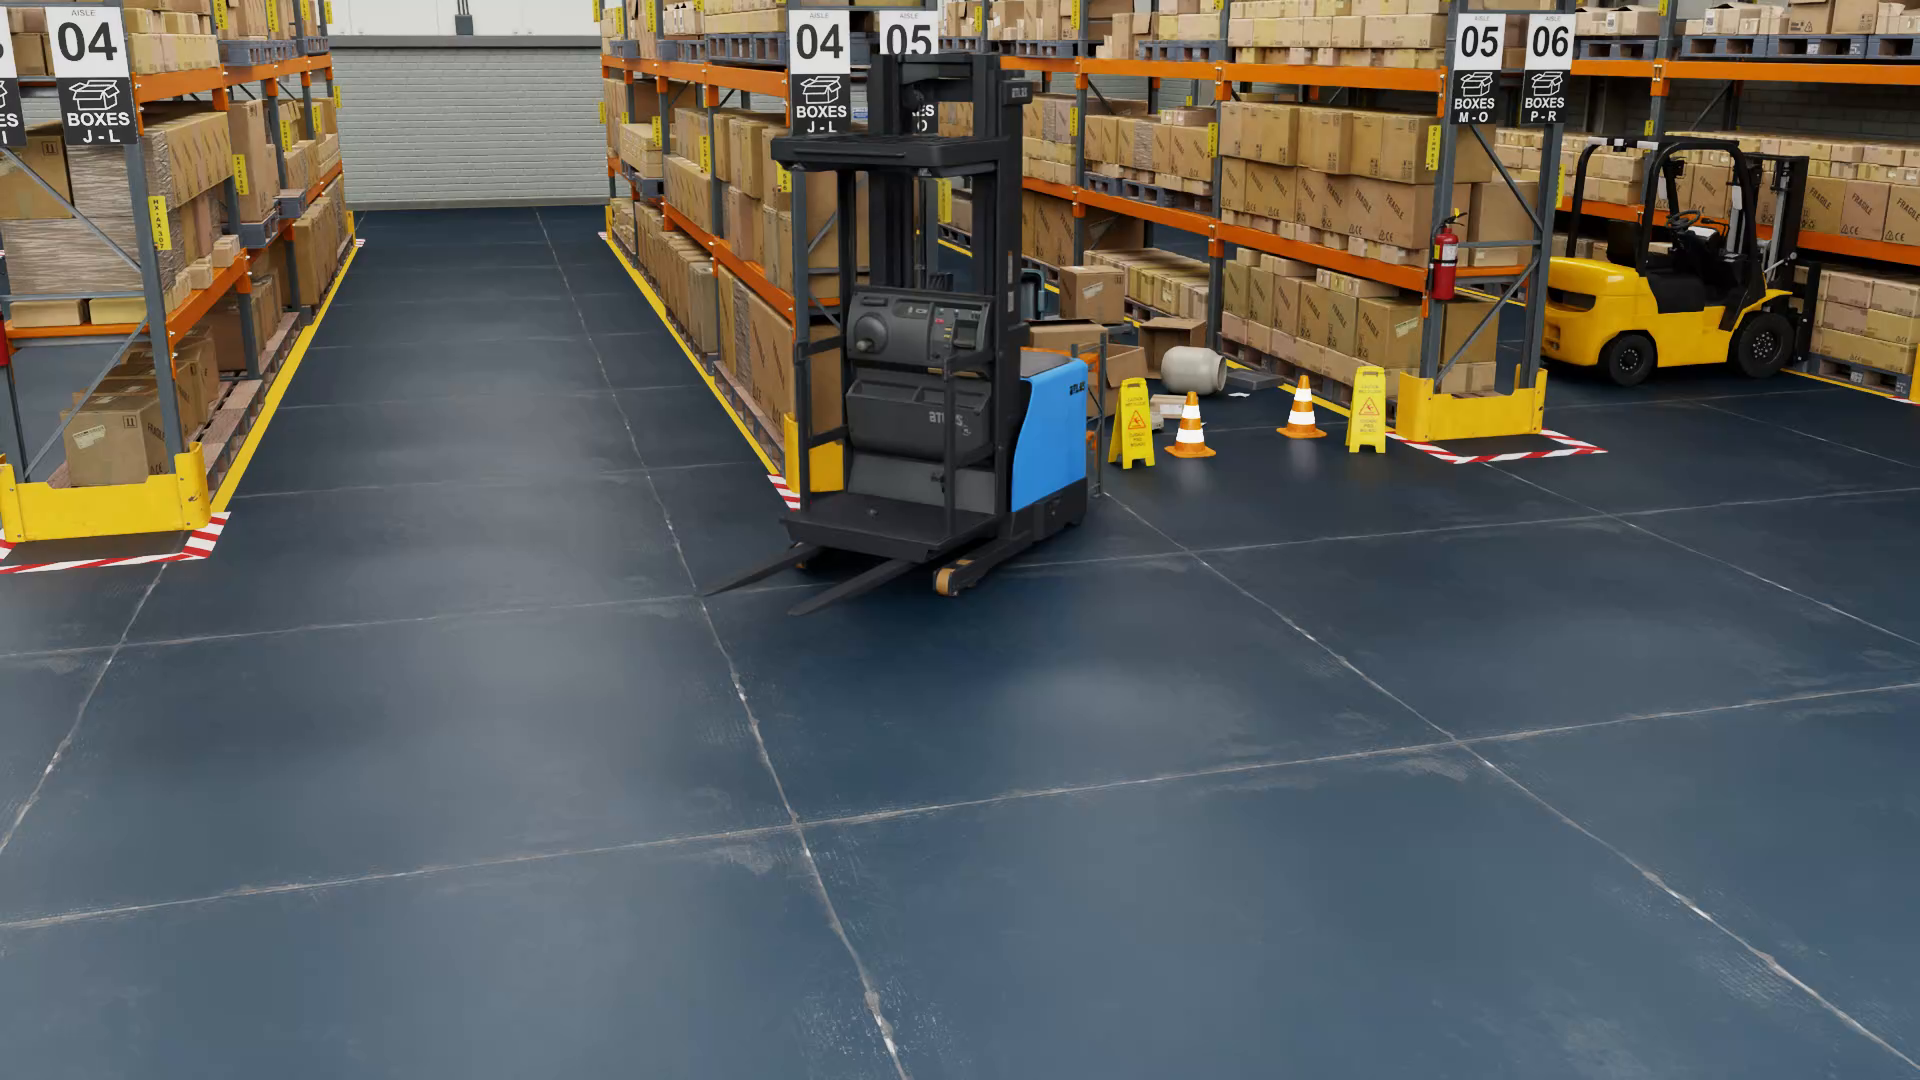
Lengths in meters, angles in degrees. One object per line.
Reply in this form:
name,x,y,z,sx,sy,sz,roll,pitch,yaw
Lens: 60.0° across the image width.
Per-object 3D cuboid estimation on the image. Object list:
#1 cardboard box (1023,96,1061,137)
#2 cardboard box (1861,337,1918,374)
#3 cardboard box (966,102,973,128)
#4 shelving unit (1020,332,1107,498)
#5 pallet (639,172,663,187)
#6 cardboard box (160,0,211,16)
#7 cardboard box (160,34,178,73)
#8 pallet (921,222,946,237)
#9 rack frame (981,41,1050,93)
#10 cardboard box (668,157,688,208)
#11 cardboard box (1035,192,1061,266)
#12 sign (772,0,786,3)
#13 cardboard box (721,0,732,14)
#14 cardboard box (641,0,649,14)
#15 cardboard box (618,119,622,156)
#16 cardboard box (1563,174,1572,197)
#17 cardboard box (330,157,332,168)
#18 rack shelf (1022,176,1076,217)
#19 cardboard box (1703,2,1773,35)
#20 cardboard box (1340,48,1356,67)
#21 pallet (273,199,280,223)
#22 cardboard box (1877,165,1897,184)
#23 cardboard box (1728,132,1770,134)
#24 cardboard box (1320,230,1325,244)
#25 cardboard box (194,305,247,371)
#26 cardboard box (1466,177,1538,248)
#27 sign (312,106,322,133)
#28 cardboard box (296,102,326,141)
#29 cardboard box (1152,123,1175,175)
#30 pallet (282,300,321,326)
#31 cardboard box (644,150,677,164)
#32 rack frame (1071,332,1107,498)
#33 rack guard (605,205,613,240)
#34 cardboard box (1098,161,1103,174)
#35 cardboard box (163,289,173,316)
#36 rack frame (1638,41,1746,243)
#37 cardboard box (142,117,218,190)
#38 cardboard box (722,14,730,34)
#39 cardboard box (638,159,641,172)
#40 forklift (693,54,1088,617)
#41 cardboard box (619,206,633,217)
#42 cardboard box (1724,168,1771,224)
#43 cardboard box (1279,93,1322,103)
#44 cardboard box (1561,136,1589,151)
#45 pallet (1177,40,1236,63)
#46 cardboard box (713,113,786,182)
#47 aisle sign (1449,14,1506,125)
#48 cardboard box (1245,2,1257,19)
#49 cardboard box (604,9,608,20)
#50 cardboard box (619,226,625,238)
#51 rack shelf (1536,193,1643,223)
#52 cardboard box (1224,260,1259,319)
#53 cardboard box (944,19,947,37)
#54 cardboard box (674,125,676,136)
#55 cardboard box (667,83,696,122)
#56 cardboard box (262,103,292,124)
cardboard box,1.085,-5.554,21.817,0.500,0.500,0.500,-5,17,-16
cardboard box,8.427,-1.655,14.798,0.500,0.250,0.500,-5,17,-15
cardboard box,0.395,-6.227,24.057,0.500,0.500,0.500,-5,17,-16
shelving unit,0.410,-0.865,11.378,1.048,1.125,0.538,9,19,28
pallet,-3.426,-4.519,20.614,1.003,0.211,1.213,-5,17,-15
cardboard box,-6.171,-4.358,12.971,0.500,0.500,0.500,-5,17,-17
cardboard box,-5.604,-3.287,11.228,0.500,0.250,0.500,-5,17,-15
pallet,-0.014,-5.148,27.223,1.003,0.211,1.213,-5,17,-15
rack frame,0.790,-5.592,23.854,1.000,3.000,0.127,-5,17,-15
cardboard box,-2.836,-3.828,17.808,0.500,0.500,0.500,-5,17,-16
cardboard box,1.538,-4.114,21.896,0.875,0.875,0.875,-4,17,-15
sign,-1.169,-3.637,10.730,0.100,0.325,0.005,-5,17,-15
cardboard box,-1.599,-4.280,13.111,0.500,0.250,0.500,-5,17,-16
cardboard box,-3.577,-6.363,19.702,0.396,0.266,0.258,-5,17,-15
cardboard box,-4.488,-5.618,23.250,0.500,0.500,0.500,-5,17,-17
cardboard box,7.120,-4.098,19.140,0.500,0.250,0.500,-5,17,-15
cardboard box,-8.930,-5.227,23.077,0.380,0.149,0.250,-5,17,-17
rack shelf,1.340,-4.694,22.116,1.077,0.370,4.000,-5,17,-15
cardboard box,7.755,-5.166,16.473,0.500,0.311,0.500,-4,17,-14
cardboard box,3.396,-4.022,13.850,0.380,0.149,0.250,-5,17,-17
pallet,-7.056,-3.066,15.778,1.003,0.211,1.213,-5,17,-15
cardboard box,8.384,-3.243,14.734,0.380,0.149,0.250,-4,17,-14
cardboard box,8.168,-4.136,17.190,0.380,0.149,0.250,-5,17,-17
cardboard box,3.378,-2.663,14.540,0.380,0.149,0.250,-5,17,-15
cardboard box,-6.688,-1.781,14.746,0.700,0.500,0.500,-6,18,-20
cardboard box,4.224,-2.616,13.256,0.500,0.500,0.500,-5,17,-16
sign,-8.219,-5.371,21.242,0.100,0.325,0.005,-5,17,-15
cardboard box,-8.900,-5.671,22.558,0.500,0.500,0.500,-5,18,-17
cardboard box,2.368,-4.160,17.667,0.500,0.500,0.500,-4,17,-13
pallet,-7.783,-2.590,18.709,1.003,0.211,1.213,-5,17,-15
cardboard box,-3.416,-4.390,19.042,0.380,0.149,0.250,-4,17,-14
rack frame,0.854,-0.794,11.141,0.032,1.125,0.500,9,19,28
rack guard,-5.020,-5.061,26.431,1.175,0.500,0.348,-5,17,-15
cardboard box,1.845,-4.381,19.529,0.380,0.149,0.250,-6,18,-19
cardboard box,-5.340,-1.537,10.792,0.380,0.149,0.250,-5,17,-15
rack frame,7.760,-3.772,17.797,1.000,3.000,0.127,-5,17,-15
cardboard box,-5.876,-2.885,12.415,0.500,0.500,0.500,-5,17,-15
cardboard box,-1.688,-4.116,13.260,0.380,0.149,0.250,-5,17,-16
cardboard box,-3.622,-4.456,19.780,0.380,0.149,0.250,-5,17,-16
forklift,-0.351,-1.232,9.457,1.130,2.935,3.031,10,19,29
cardboard box,-4.843,-4.865,24.627,0.380,0.149,0.250,-4,17,-14
cardboard box,7.930,-3.394,16.364,0.500,0.500,0.500,-5,17,-16
cardboard box,5.408,-6.848,26.476,0.500,0.500,0.500,-5,17,-17
cardboard box,7.073,-4.559,19.114,0.380,0.149,0.250,-5,17,-15
pallet,2.921,-4.905,16.679,1.213,0.211,1.003,-5,17,-15
cardboard box,-1.675,-3.444,14.565,0.875,0.550,0.550,-5,17,-15
aisle sign,3.826,-3.478,12.296,0.394,0.787,0.004,-5,17,-15
cardboard box,2.861,-4.895,15.369,0.380,0.149,0.250,-4,17,-14
cardboard box,-5.047,-7.746,24.511,0.380,0.149,0.250,-4,17,-14
cardboard box,-4.868,-4.592,24.752,0.380,0.149,0.250,-6,18,-18
rack shelf,7.211,-3.981,19.742,1.077,0.370,4.000,-5,17,-15
cardboard box,2.891,-2.438,16.100,0.500,0.500,0.500,-4,17,-13
cardboard box,0.054,-7.923,25.652,0.500,0.311,0.500,-4,17,-14
cardboard box,-3.500,-5.297,21.544,0.380,0.149,0.250,-5,18,-17
cardboard box,-3.831,-5.986,22.736,0.500,0.500,0.500,-4,17,-14
cardboard box,-8.191,-4.799,19.298,0.797,0.503,0.637,-4,17,-13
